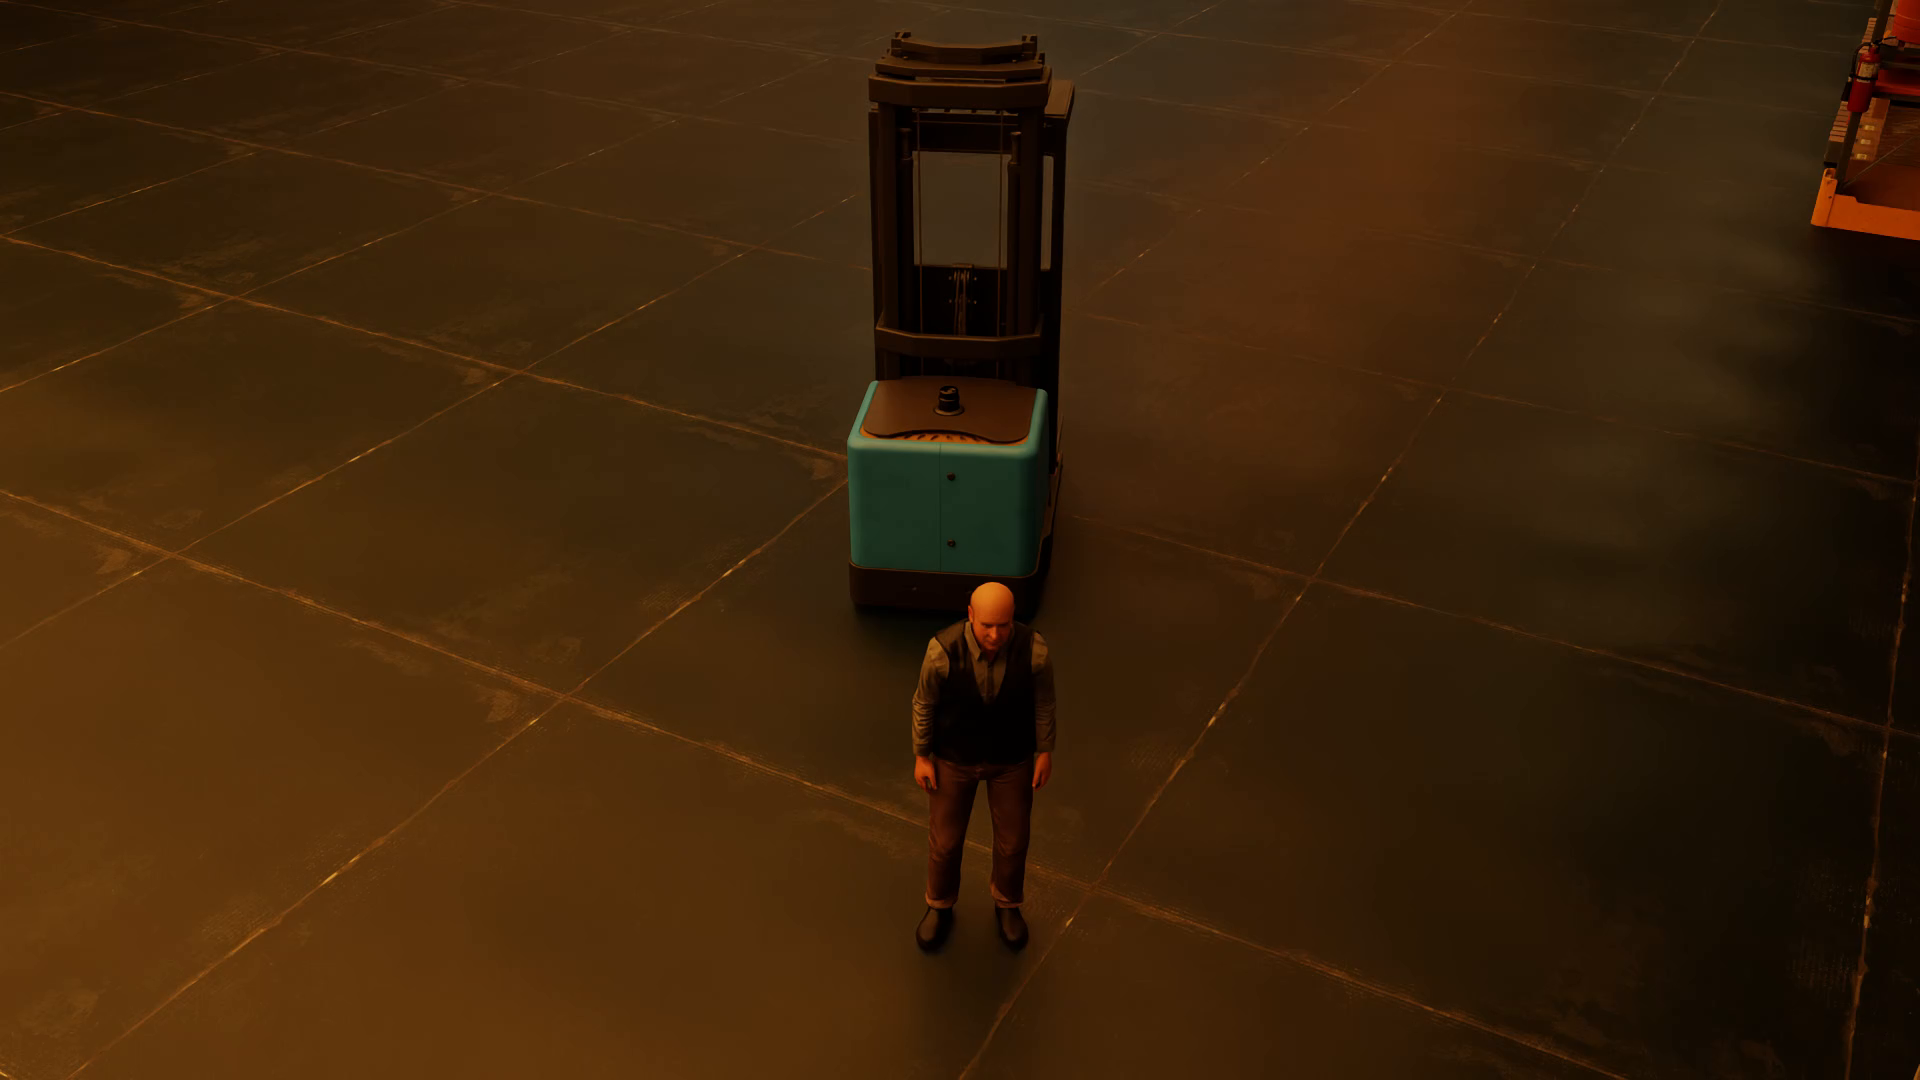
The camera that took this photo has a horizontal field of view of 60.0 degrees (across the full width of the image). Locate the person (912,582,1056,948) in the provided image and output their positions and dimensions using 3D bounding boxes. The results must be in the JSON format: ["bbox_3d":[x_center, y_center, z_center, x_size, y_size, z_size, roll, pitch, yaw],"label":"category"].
[{"bbox_3d":[0.096,0.882,6.755,0.584,1.719,0.427,-2,30,-3],"label":"person"}]

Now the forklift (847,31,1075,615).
[{"bbox_3d":[0.072,-1.572,9.794,1.130,2.935,3.031,3,30,6],"label":"forklift"}]
